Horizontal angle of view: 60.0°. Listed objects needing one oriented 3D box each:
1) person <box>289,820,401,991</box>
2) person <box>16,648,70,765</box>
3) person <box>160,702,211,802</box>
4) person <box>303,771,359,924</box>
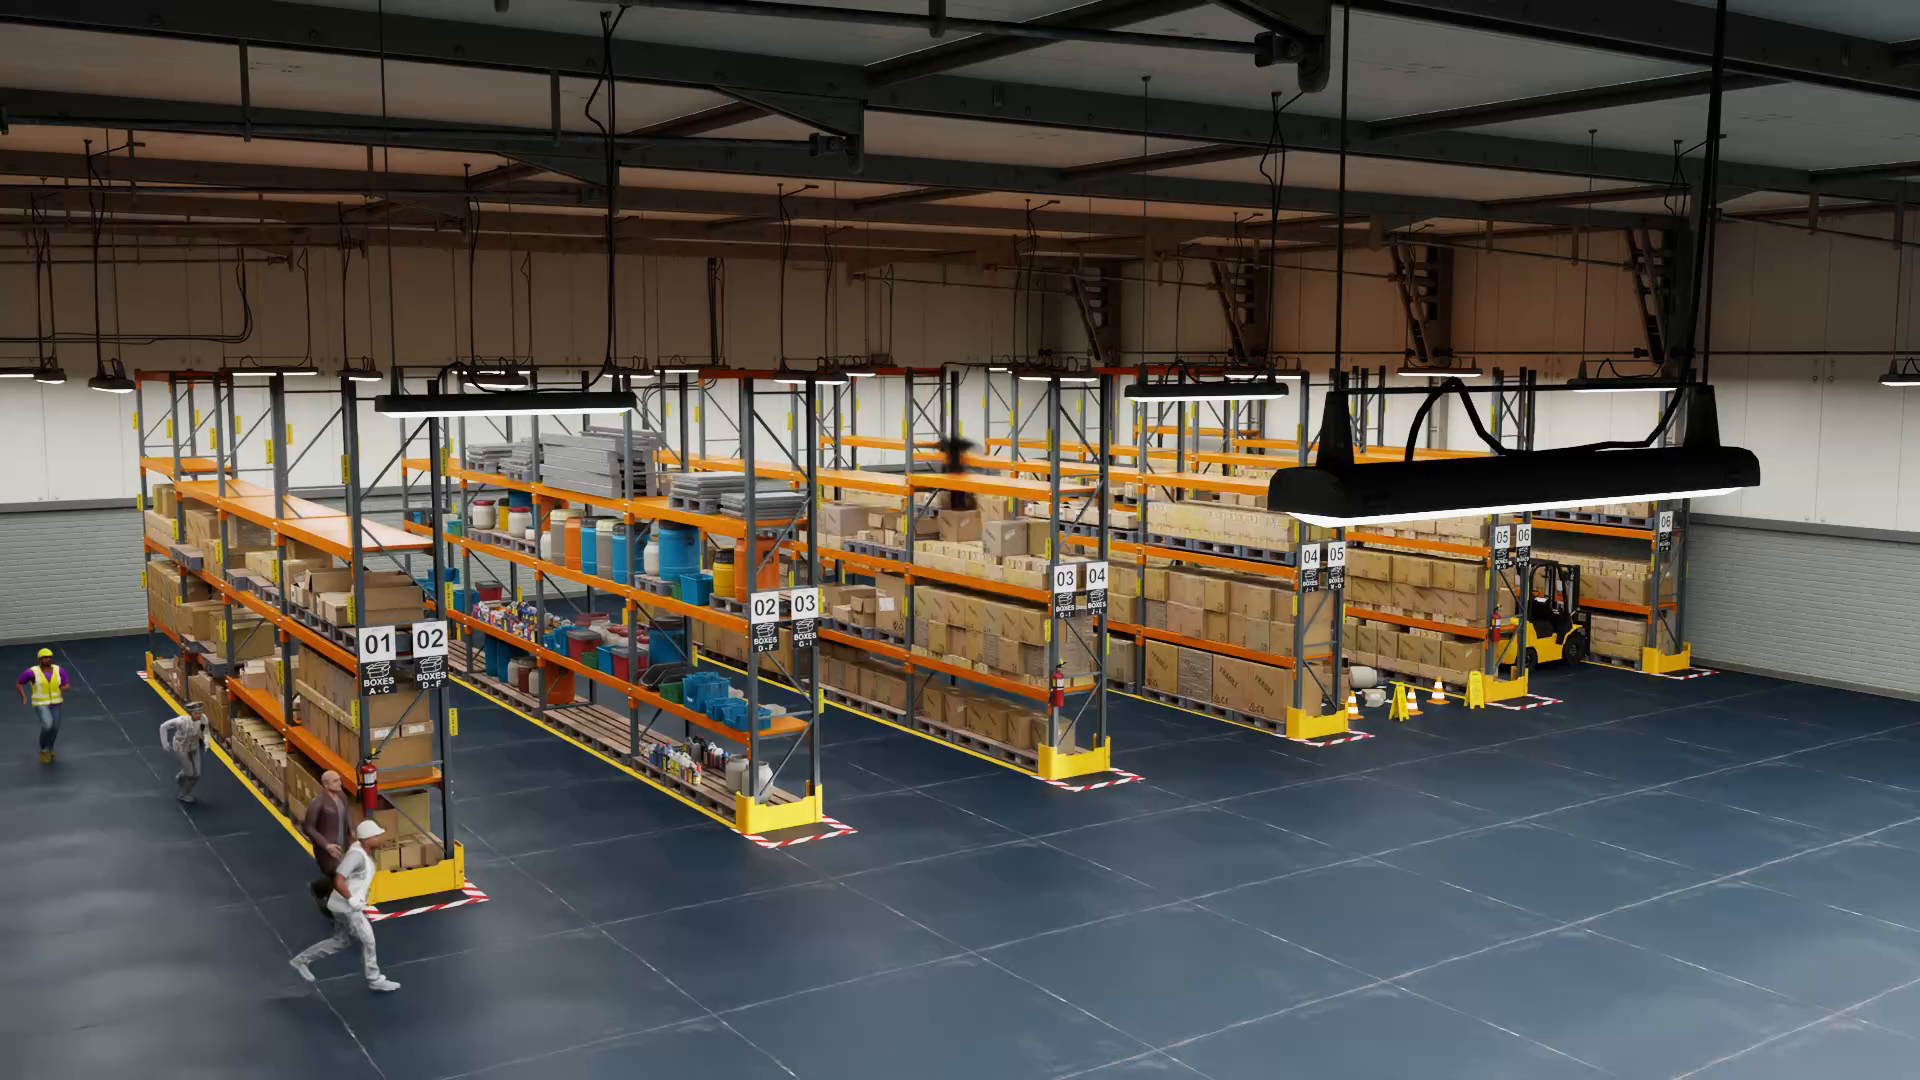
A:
[{"bbox_3d":[-6.093,3.630,16.376,1.045,1.731,0.668,-1,7,-8],"label":"person"},{"bbox_3d":[-14.091,2.564,25.678,0.718,1.789,0.684,6,8,40],"label":"person"},{"bbox_3d":[-10.829,2.977,23.281,0.751,1.492,0.647,6,9,41],"label":"person"},{"bbox_3d":[-7.022,3.398,18.430,0.672,1.739,0.741,2,7,18],"label":"person"}]
